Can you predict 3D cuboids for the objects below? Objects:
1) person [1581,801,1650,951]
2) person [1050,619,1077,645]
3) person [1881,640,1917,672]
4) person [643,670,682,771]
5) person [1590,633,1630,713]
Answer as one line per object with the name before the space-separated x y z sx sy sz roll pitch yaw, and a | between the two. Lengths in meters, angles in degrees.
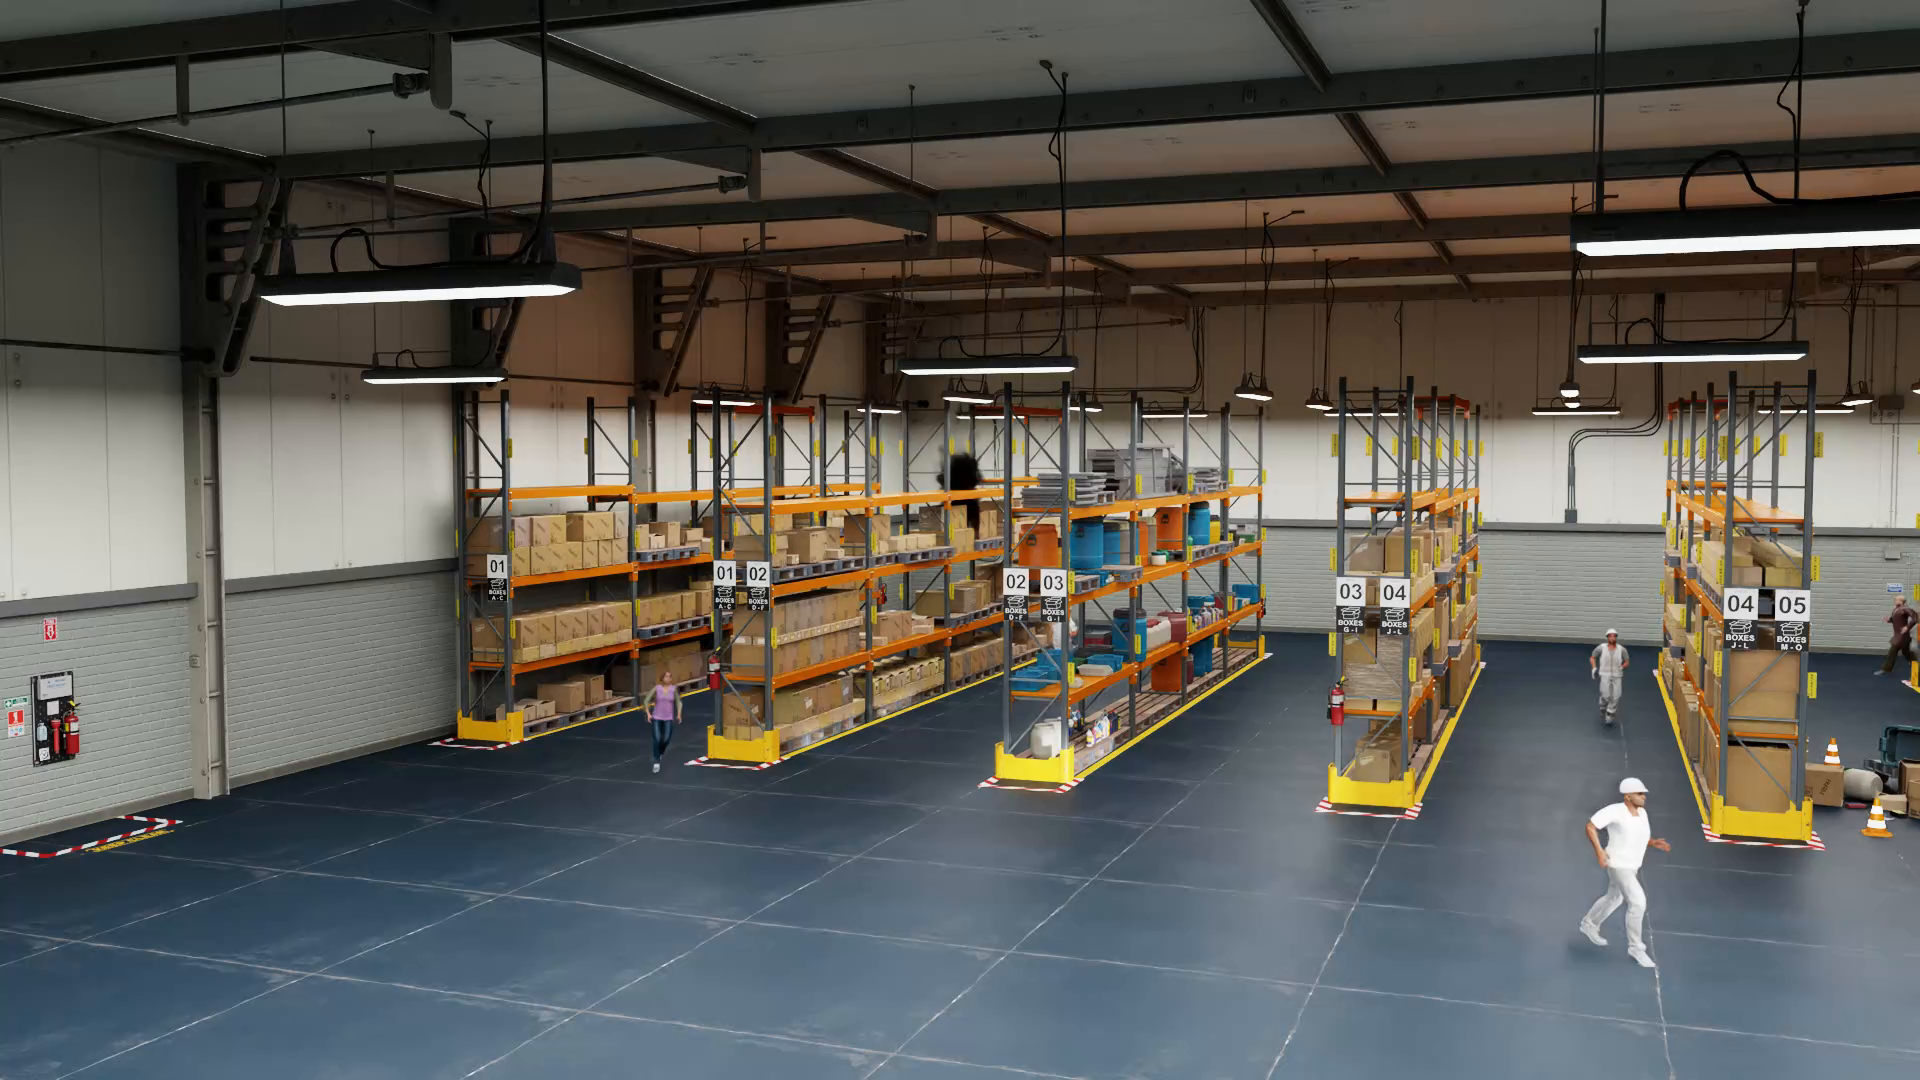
person | 6.463 3.270 16.417 0.450 1.420 0.737 -3 4 -42
person | 2.174 2.248 35.129 0.615 1.610 0.918 1 3 12
person | 20.579 2.386 36.262 0.868 1.000 0.385 1 3 22
person | -4.635 2.814 25.951 0.601 1.549 0.411 -1 3 -15
person | 11.732 2.392 29.961 0.651 1.473 0.562 1 3 13
